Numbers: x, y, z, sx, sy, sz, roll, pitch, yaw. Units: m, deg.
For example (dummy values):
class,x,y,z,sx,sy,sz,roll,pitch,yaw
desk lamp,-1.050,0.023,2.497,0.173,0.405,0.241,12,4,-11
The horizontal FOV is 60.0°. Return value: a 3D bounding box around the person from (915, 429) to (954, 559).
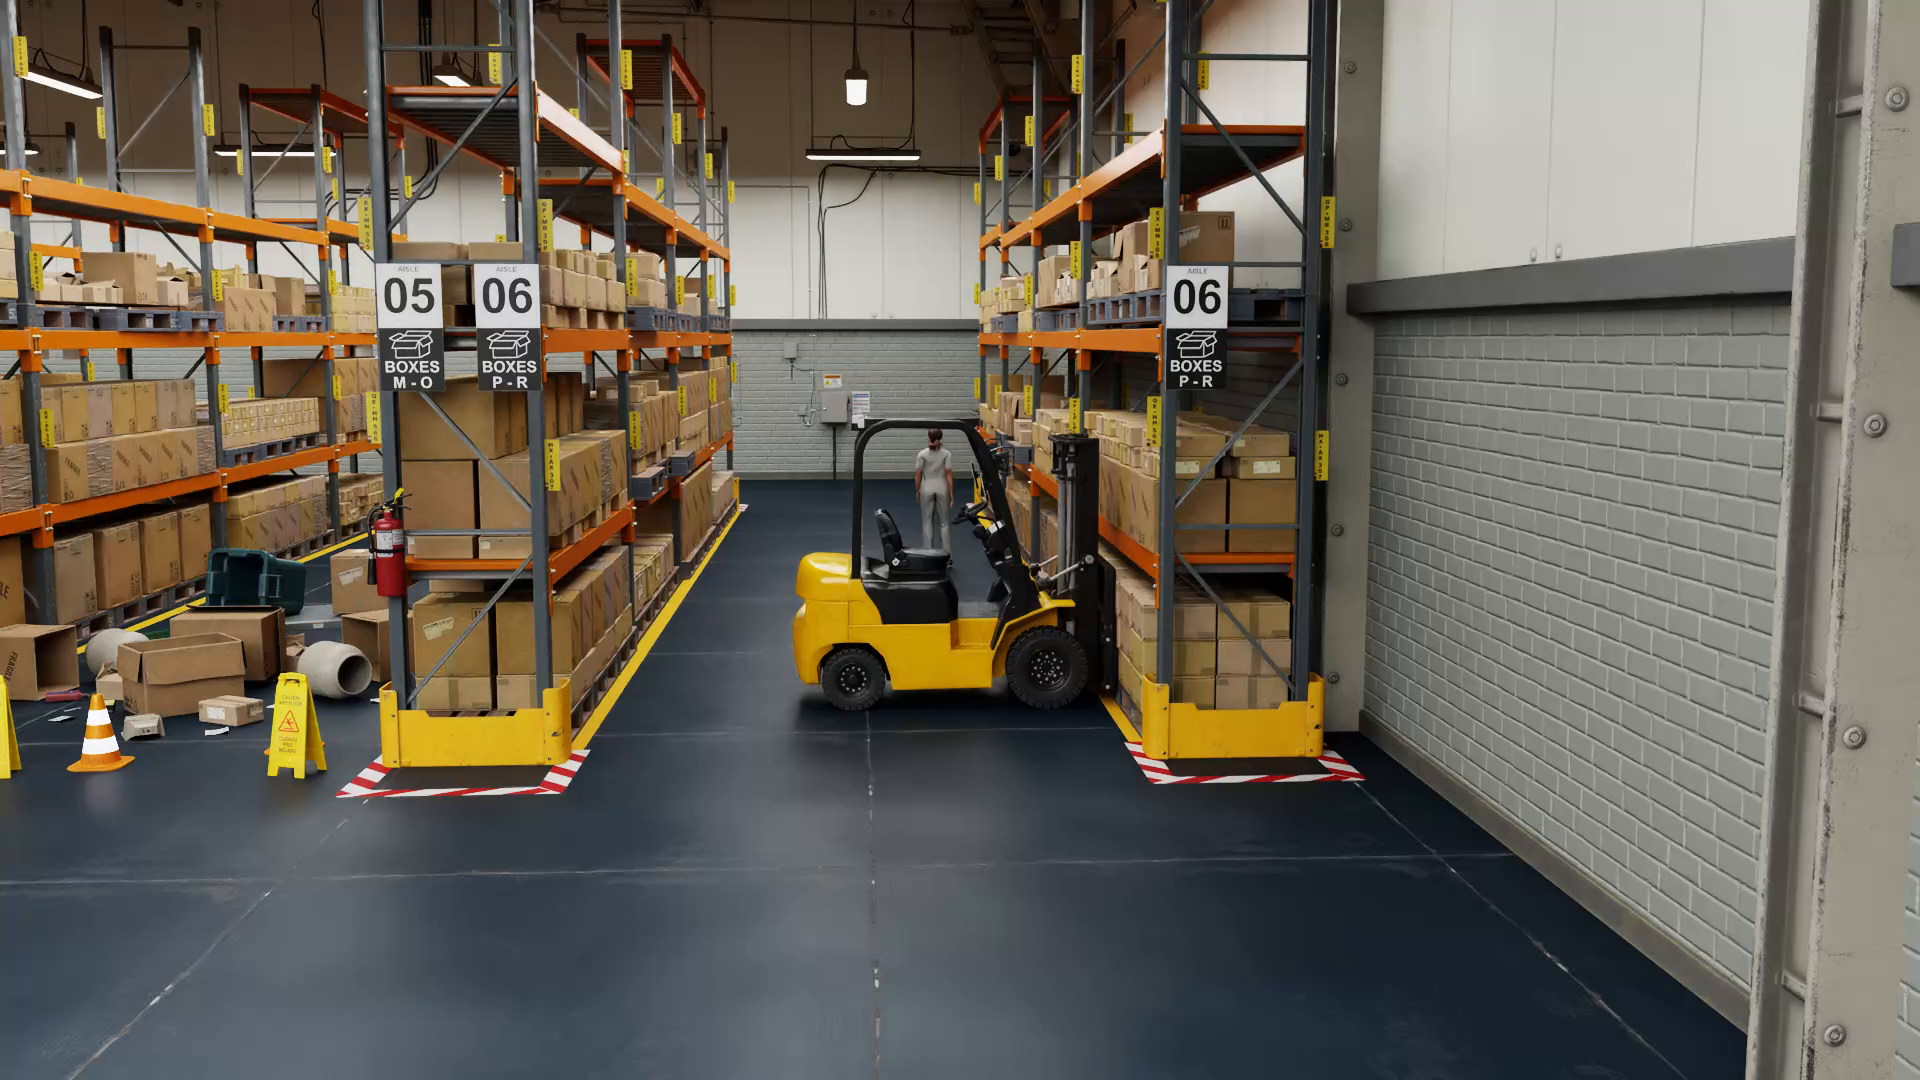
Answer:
class,x,y,z,sx,sy,sz,roll,pitch,yaw
person,-0.307,-0.528,19.922,0.459,1.683,0.440,-1,7,-5
